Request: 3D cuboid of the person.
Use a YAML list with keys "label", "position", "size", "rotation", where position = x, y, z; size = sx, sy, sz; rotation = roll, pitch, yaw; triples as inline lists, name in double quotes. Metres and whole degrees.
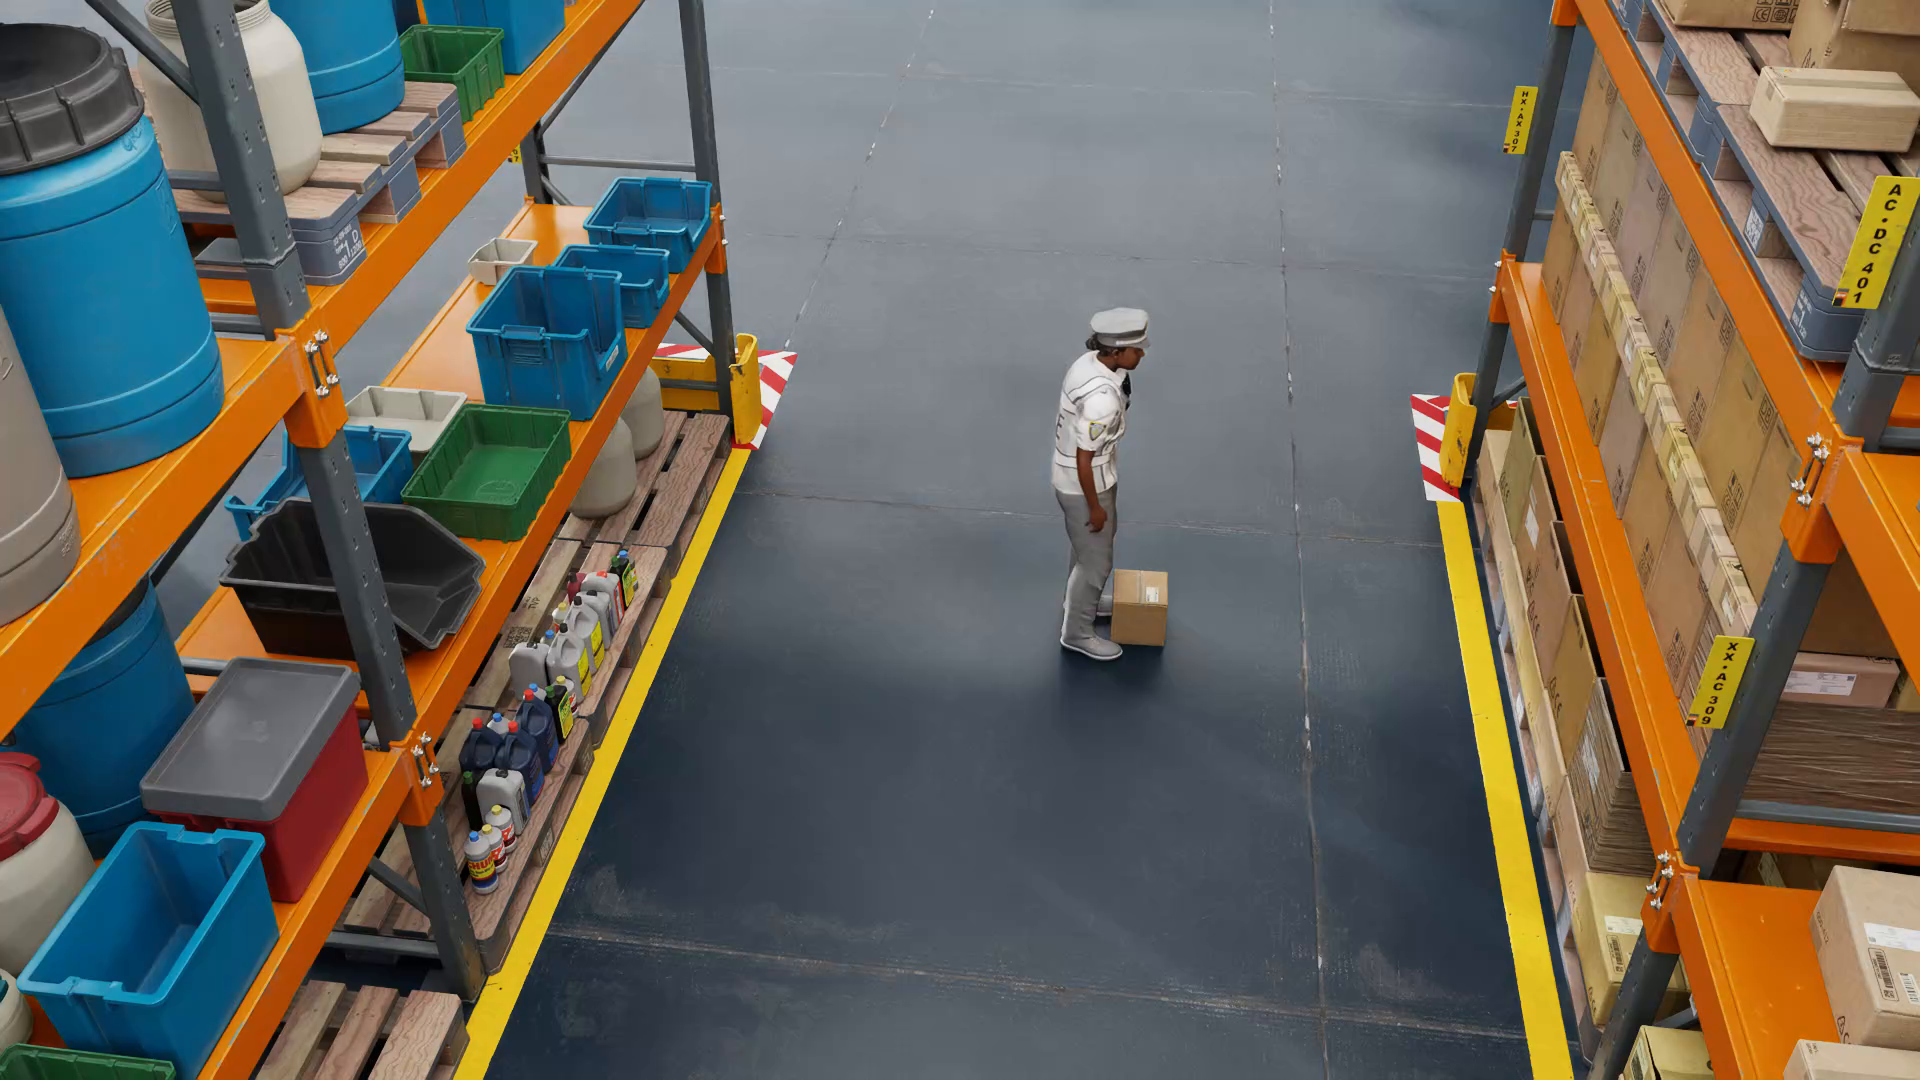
- label: "person"
  position: [0.601, -0.258, 7.391]
  size: [0.396, 1.656, 0.503]
  rotation: [4, 37, 6]
